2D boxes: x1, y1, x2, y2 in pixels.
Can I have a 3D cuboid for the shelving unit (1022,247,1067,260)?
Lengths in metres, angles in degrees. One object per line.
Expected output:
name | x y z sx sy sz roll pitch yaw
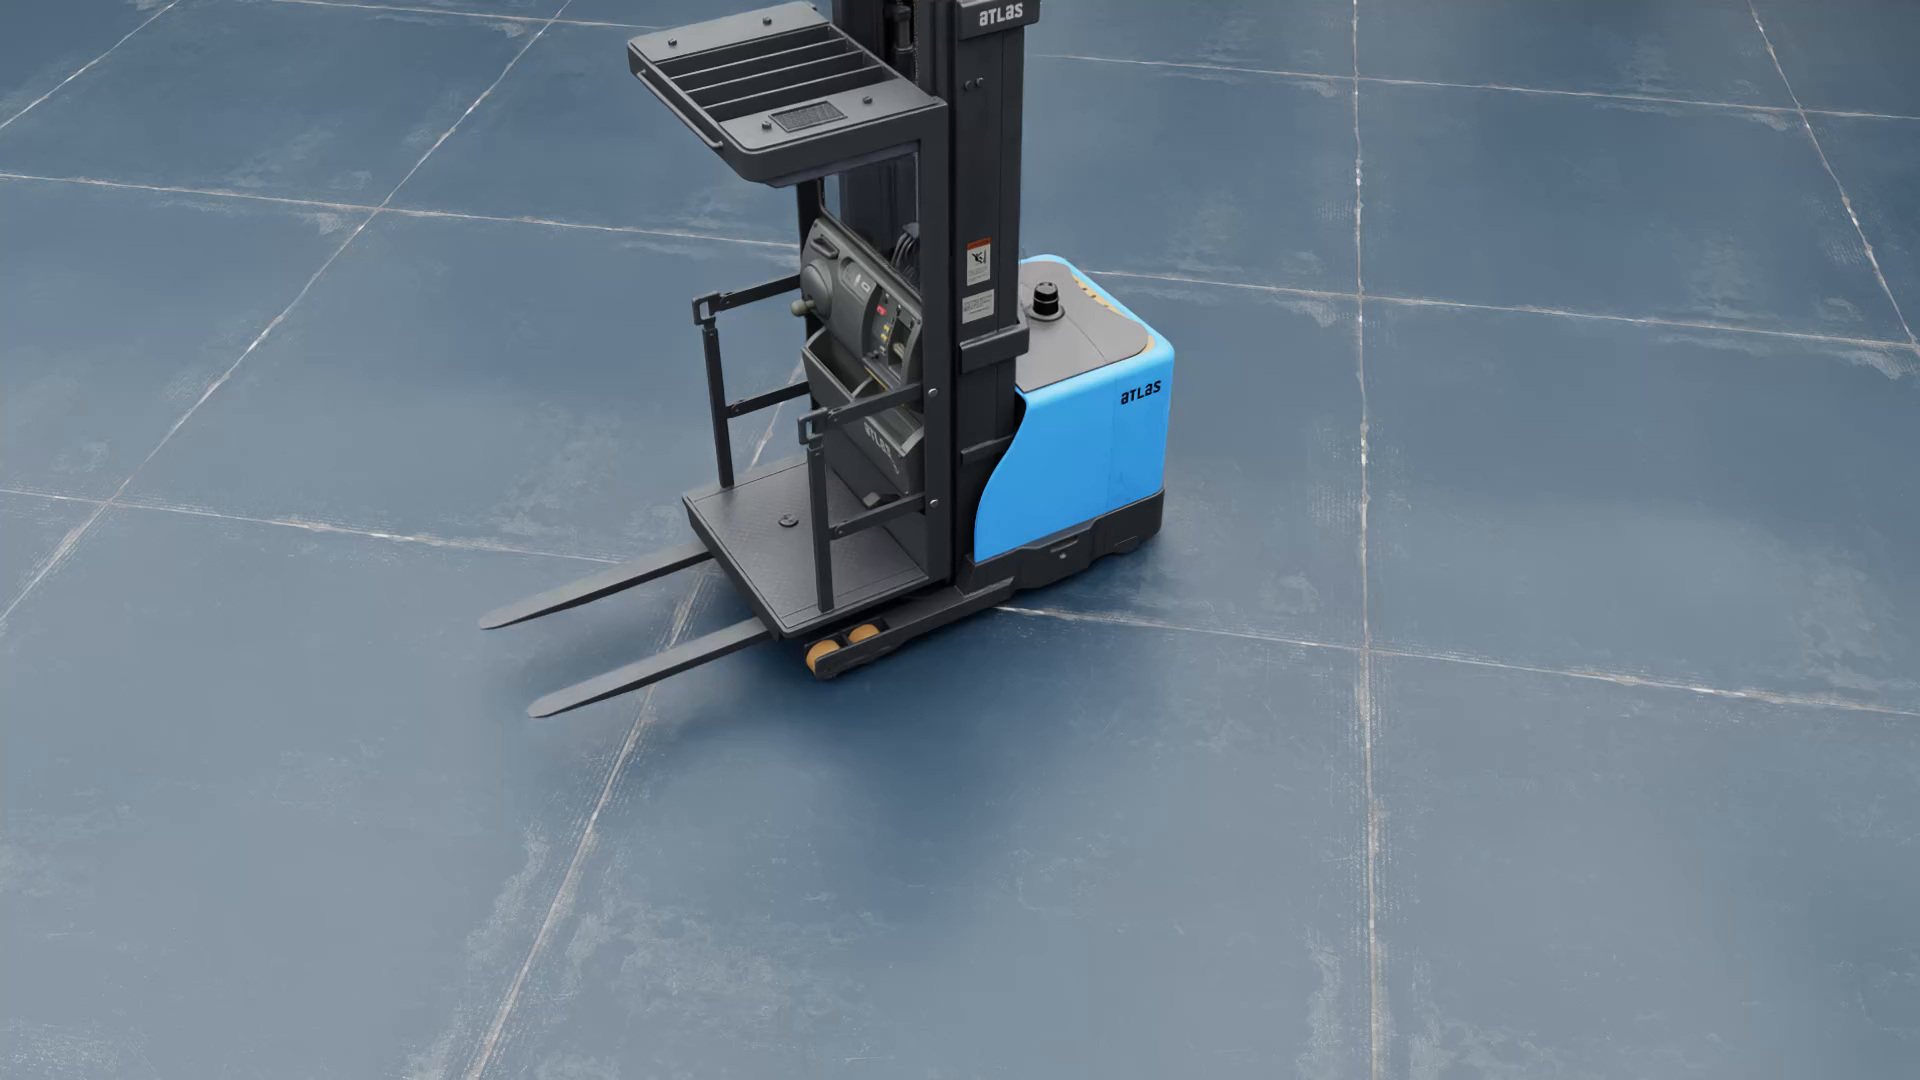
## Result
shelving unit | 0.369 -1.002 8.353 0.258 0.900 0.210 17 43 20

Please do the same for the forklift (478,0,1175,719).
forklift | -0.583 -0.921 6.661 3.031 2.935 1.130 -21 44 -23

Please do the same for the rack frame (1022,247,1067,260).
rack frame | 0.414 -1.060 8.423 0.240 0.900 0.006 17 43 20
